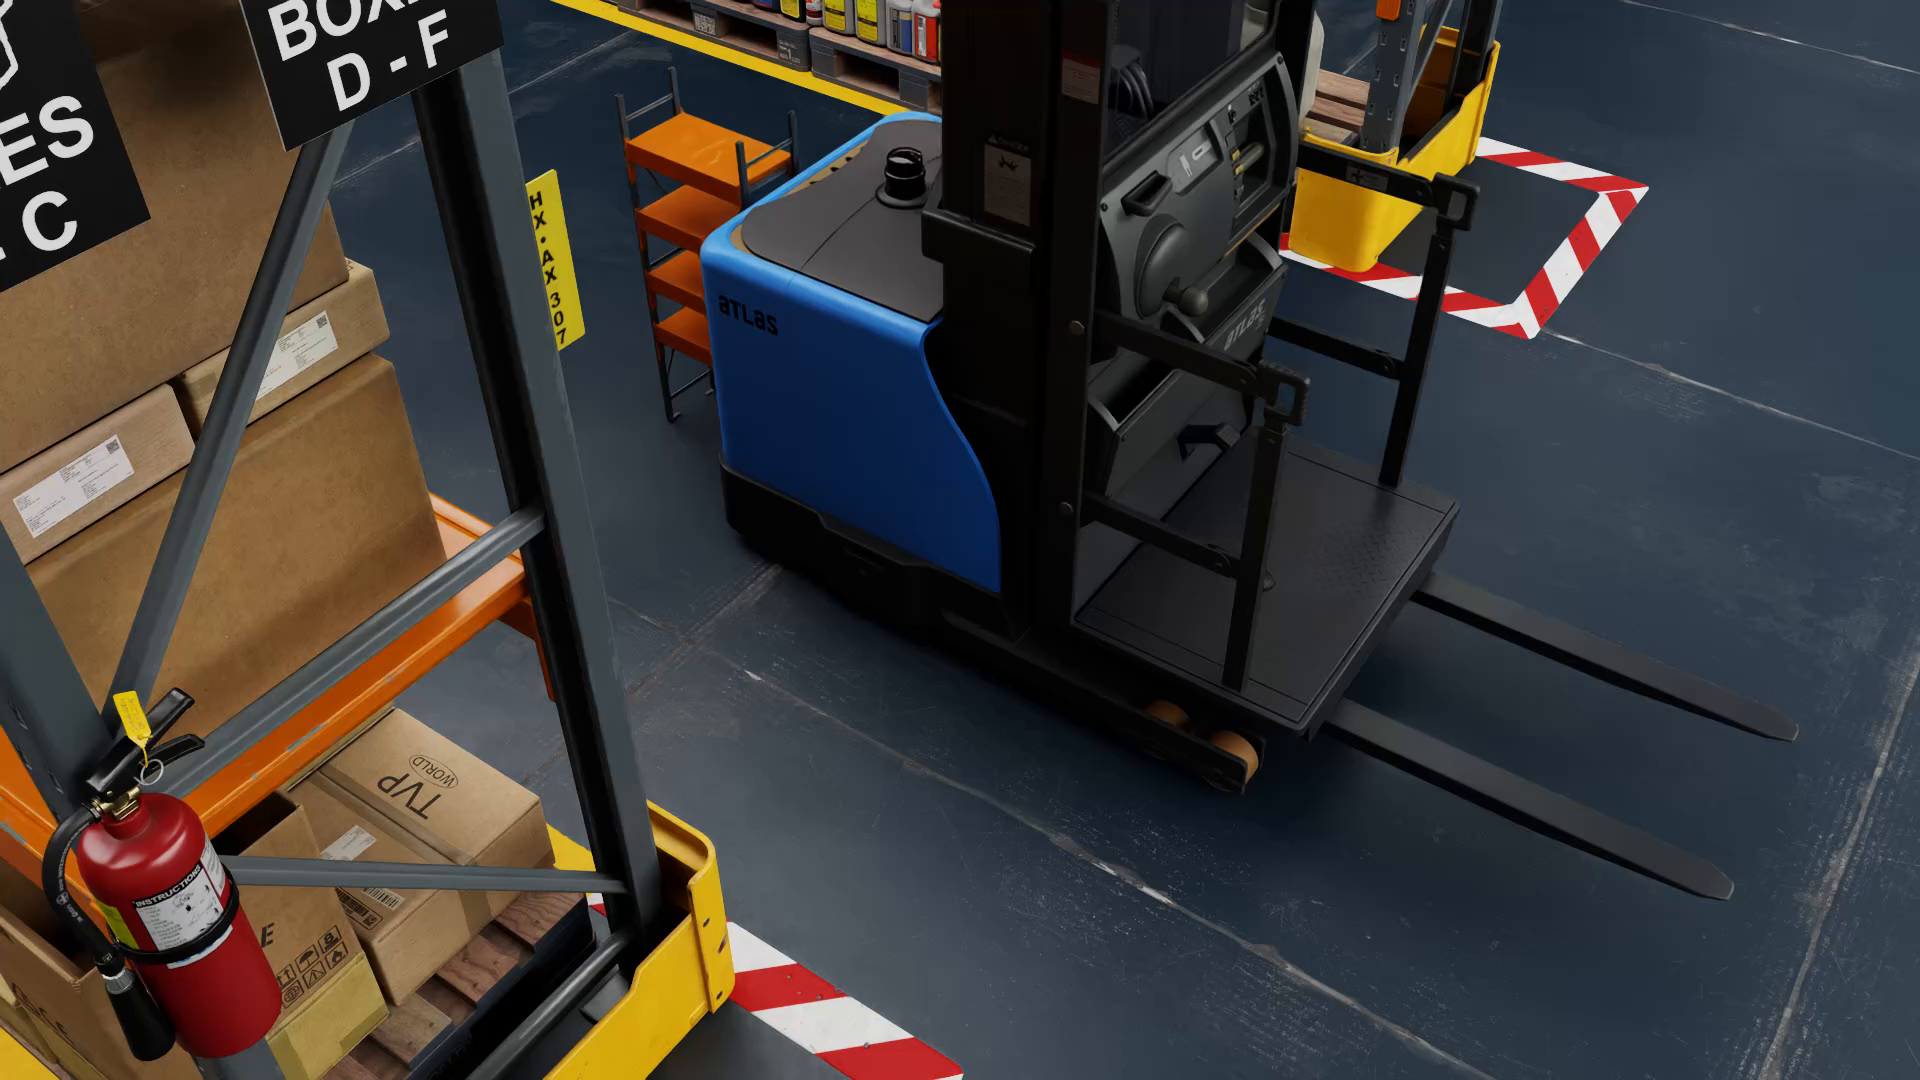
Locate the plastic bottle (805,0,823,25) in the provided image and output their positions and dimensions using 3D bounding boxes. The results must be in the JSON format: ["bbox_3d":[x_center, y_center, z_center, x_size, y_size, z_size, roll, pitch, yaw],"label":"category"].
[{"bbox_3d":[-0.650,-2.434,7.490,0.097,0.201,0.097,0,42,0],"label":"plastic bottle"}]

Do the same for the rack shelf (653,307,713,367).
[{"bbox_3d":[-0.738,-0.627,5.443,0.480,0.148,0.258,26,48,28],"label":"rack shelf"}]

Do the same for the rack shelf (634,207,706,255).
[{"bbox_3d":[-0.744,-0.944,5.164,0.480,0.148,0.258,26,48,28],"label":"rack shelf"}]

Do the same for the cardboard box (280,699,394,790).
[{"bbox_3d":[-1.739,0.264,3.891,0.500,0.500,0.500,25,48,25],"label":"cardboard box"}]

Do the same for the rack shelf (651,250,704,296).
[{"bbox_3d":[-0.742,-0.806,5.286,0.457,0.050,0.221,26,48,28],"label":"rack shelf"}]

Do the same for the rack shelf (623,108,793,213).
[{"bbox_3d":[-0.747,-1.122,5.009,0.480,0.148,0.258,26,48,28],"label":"rack shelf"}]

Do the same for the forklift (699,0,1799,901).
[{"bbox_3d":[-0.205,-2.453,5.218,6.917,3.703,3.360,25,47,25],"label":"forklift"}]

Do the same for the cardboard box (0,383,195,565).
[{"bbox_3d":[-1.440,-0.129,2.583,0.250,0.149,0.380,24,47,25],"label":"cardboard box"}]

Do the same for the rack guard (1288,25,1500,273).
[{"bbox_3d":[1.741,-1.583,6.644,0.348,0.500,1.175,25,48,25],"label":"rack guard"}]

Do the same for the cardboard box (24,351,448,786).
[{"bbox_3d":[-1.392,-0.031,2.960,0.500,0.500,0.700,25,48,25],"label":"cardboard box"}]

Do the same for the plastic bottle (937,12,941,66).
[{"bbox_3d":[-0.032,-2.161,7.123,0.133,0.283,0.061,26,48,26],"label":"plastic bottle"}]

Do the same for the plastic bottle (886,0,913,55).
[{"bbox_3d":[-0.230,-2.288,7.270,0.135,0.276,0.152,24,47,24],"label":"plastic bottle"}]

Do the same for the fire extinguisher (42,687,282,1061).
[{"bbox_3d":[-1.187,0.520,2.478,0.183,0.674,0.296,25,48,25],"label":"fire extinguisher"}]

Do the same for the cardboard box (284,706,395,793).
[{"bbox_3d":[-1.740,0.544,4.139,0.500,0.250,0.500,25,48,25],"label":"cardboard box"}]

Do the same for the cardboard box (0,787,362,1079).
[{"bbox_3d":[-1.627,0.738,3.360,0.500,0.500,0.500,25,48,25],"label":"cardboard box"}]

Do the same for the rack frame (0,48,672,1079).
[{"bbox_3d":[-1.017,0.192,2.786,0.127,3.000,1.000,25,48,25],"label":"rack frame"}]

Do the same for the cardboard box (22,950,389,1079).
[{"bbox_3d":[-1.626,1.016,3.612,0.500,0.250,0.500,25,48,25],"label":"cardboard box"}]

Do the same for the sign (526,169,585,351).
[{"bbox_3d":[-0.694,-0.461,2.807,0.005,0.325,0.100,25,48,25],"label":"sign"}]

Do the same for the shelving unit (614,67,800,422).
[{"bbox_3d":[-0.742,-0.827,5.268,0.503,1.200,0.258,26,48,28],"label":"shelving unit"}]

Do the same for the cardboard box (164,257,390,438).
[{"bbox_3d":[-1.215,-0.355,2.835,0.250,0.149,0.380,25,47,25],"label":"cardboard box"}]

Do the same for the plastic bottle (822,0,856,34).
[{"bbox_3d":[-0.520,-2.448,7.393,0.185,0.351,0.144,25,47,25],"label":"plastic bottle"}]

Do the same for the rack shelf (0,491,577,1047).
[{"bbox_3d":[-2.655,-0.306,3.881,4.000,0.370,1.077,25,48,25],"label":"rack shelf"}]

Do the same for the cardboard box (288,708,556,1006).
[{"bbox_3d":[-1.329,0.734,3.928,0.500,0.250,0.500,25,48,25],"label":"cardboard box"}]

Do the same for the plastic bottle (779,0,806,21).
[{"bbox_3d":[-0.757,-2.500,7.502,0.133,0.283,0.061,27,48,27],"label":"plastic bottle"}]

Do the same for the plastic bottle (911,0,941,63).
[{"bbox_3d":[-0.116,-2.235,7.211,0.135,0.276,0.152,25,48,26],"label":"plastic bottle"}]

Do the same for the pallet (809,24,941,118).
[{"bbox_3d":[0.084,-2.256,7.613,1.213,0.211,1.003,25,48,25],"label":"pallet"}]

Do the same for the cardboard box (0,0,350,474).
[{"bbox_3d":[-1.436,-0.535,2.550,0.500,0.500,0.700,25,48,25],"label":"cardboard box"}]

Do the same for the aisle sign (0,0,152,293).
[{"bbox_3d":[-1.132,-0.591,1.712,0.004,0.787,0.394,25,48,25],"label":"aisle sign"}]

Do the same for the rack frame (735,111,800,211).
[{"bbox_3d":[-0.548,-0.731,5.154,0.015,1.200,0.240,26,48,28],"label":"rack frame"}]

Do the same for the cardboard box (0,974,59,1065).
[{"bbox_3d":[-2.042,0.831,3.818,0.500,0.250,0.500,25,48,25],"label":"cardboard box"}]

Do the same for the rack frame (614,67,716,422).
[{"bbox_3d":[-0.936,-0.923,5.381,0.015,1.200,0.240,26,48,28],"label":"rack frame"}]

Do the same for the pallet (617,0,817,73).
[{"bbox_3d":[-0.919,-2.723,8.135,1.213,0.211,1.003,25,48,25],"label":"pallet"}]

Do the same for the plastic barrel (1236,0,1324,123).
[{"bbox_3d":[1.247,-1.950,6.731,0.421,0.512,0.421,0,42,0],"label":"plastic barrel"}]

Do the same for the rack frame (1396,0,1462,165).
[{"bbox_3d":[1.832,-2.512,5.808,0.053,2.616,0.949,25,48,25],"label":"rack frame"}]

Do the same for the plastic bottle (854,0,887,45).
[{"bbox_3d":[-0.368,-2.377,7.314,0.185,0.351,0.144,27,48,27],"label":"plastic bottle"}]

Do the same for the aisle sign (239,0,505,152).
[{"bbox_3d":[-0.788,-0.919,2.078,0.004,0.787,0.394,25,48,25],"label":"aisle sign"}]

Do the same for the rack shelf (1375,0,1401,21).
[{"bbox_3d":[0.192,-3.008,6.902,4.000,0.370,1.077,25,48,25],"label":"rack shelf"}]

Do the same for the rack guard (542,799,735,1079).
[{"bbox_3d":[-0.998,1.133,3.609,0.348,0.500,1.175,25,48,25],"label":"rack guard"}]
